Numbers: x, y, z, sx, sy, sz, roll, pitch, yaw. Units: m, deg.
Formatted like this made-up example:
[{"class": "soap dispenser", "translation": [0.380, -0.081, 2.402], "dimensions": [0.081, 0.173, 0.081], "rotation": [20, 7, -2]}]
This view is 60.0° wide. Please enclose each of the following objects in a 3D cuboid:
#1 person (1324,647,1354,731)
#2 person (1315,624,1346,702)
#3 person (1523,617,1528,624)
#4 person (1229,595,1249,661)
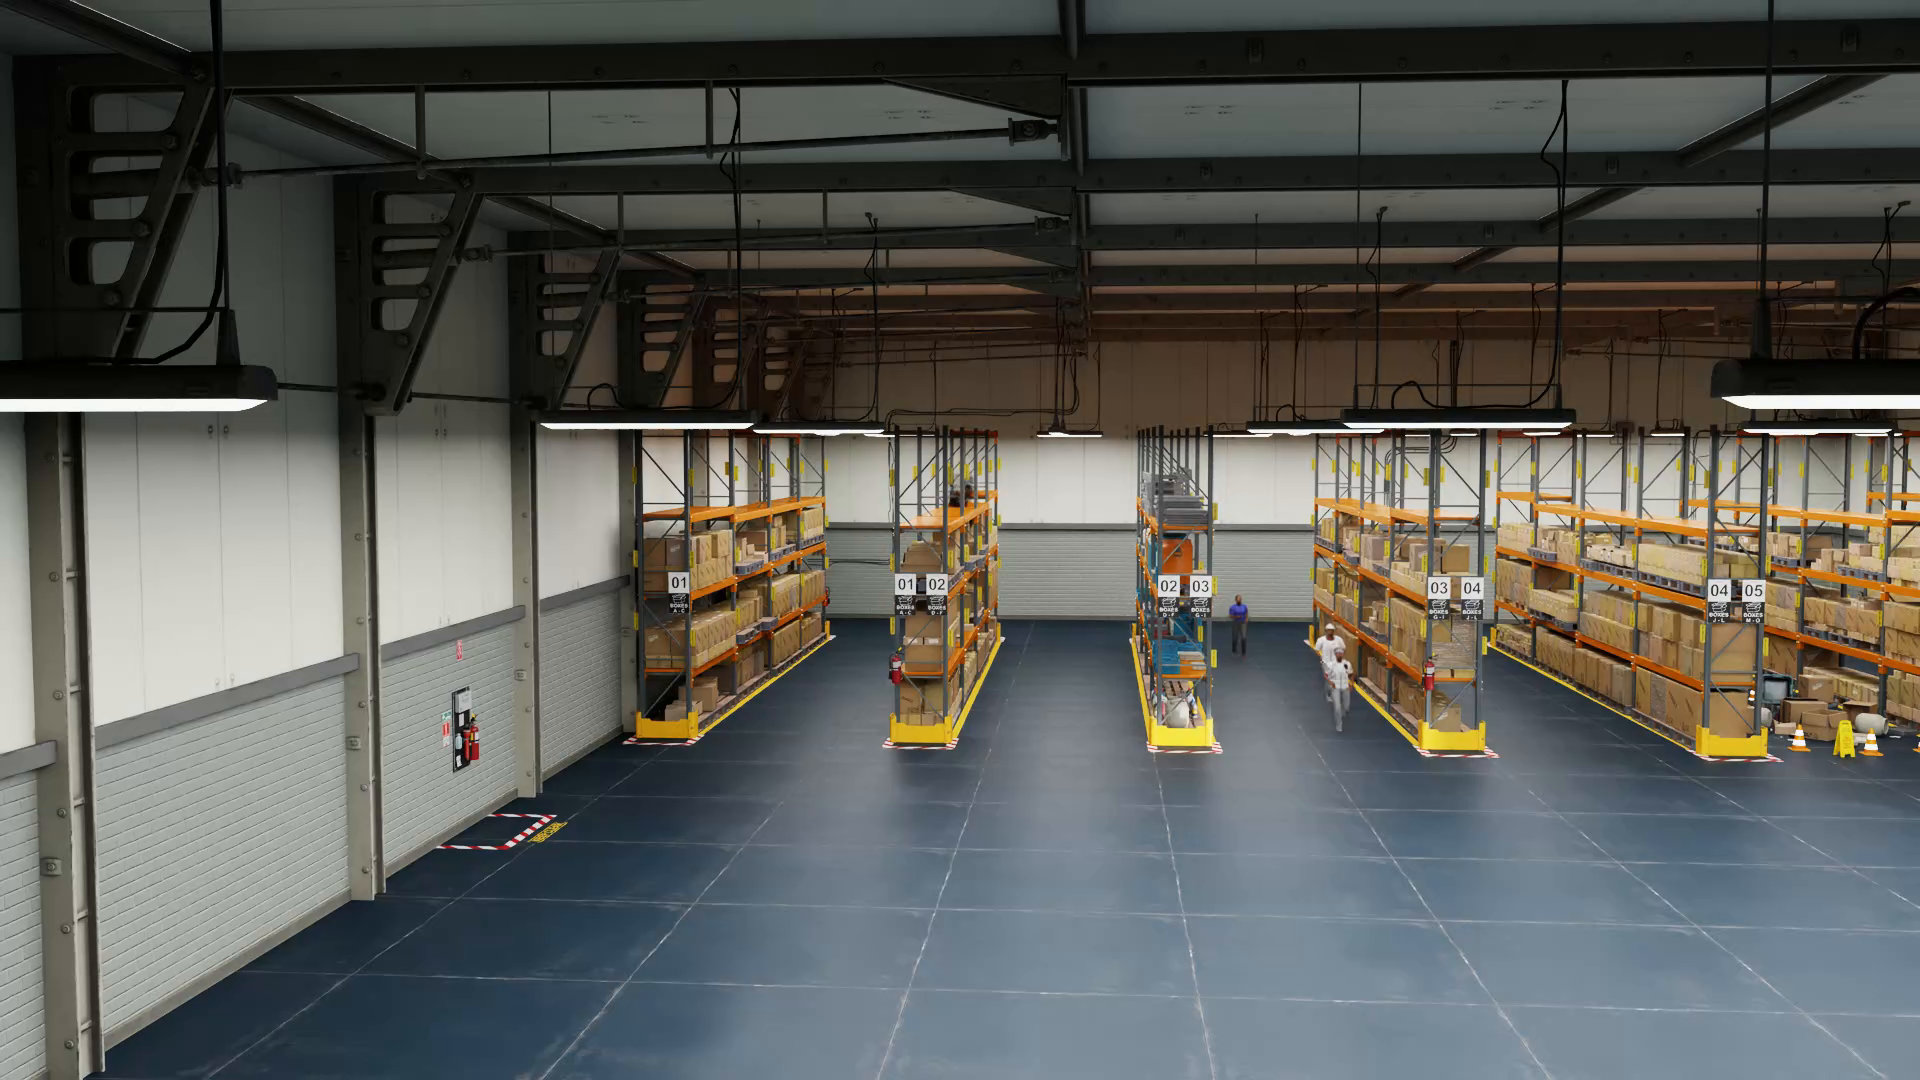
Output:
[{"class": "person", "translation": [7.524, 2.928, 33.000], "dimensions": [0.592, 1.652, 0.616], "rotation": [0, 3, 1]}, {"class": "person", "translation": [8.057, 2.682, 36.138], "dimensions": [0.674, 1.721, 0.569], "rotation": [0, 3, 6]}, {"class": "person", "translation": [16.168, 2.108, 47.274], "dimensions": [0.576, 1.580, 0.733], "rotation": [-3, 4, -36]}, {"class": "person", "translation": [7.282, 2.285, 43.419], "dimensions": [0.545, 1.718, 0.754], "rotation": [0, 3, 0]}]
